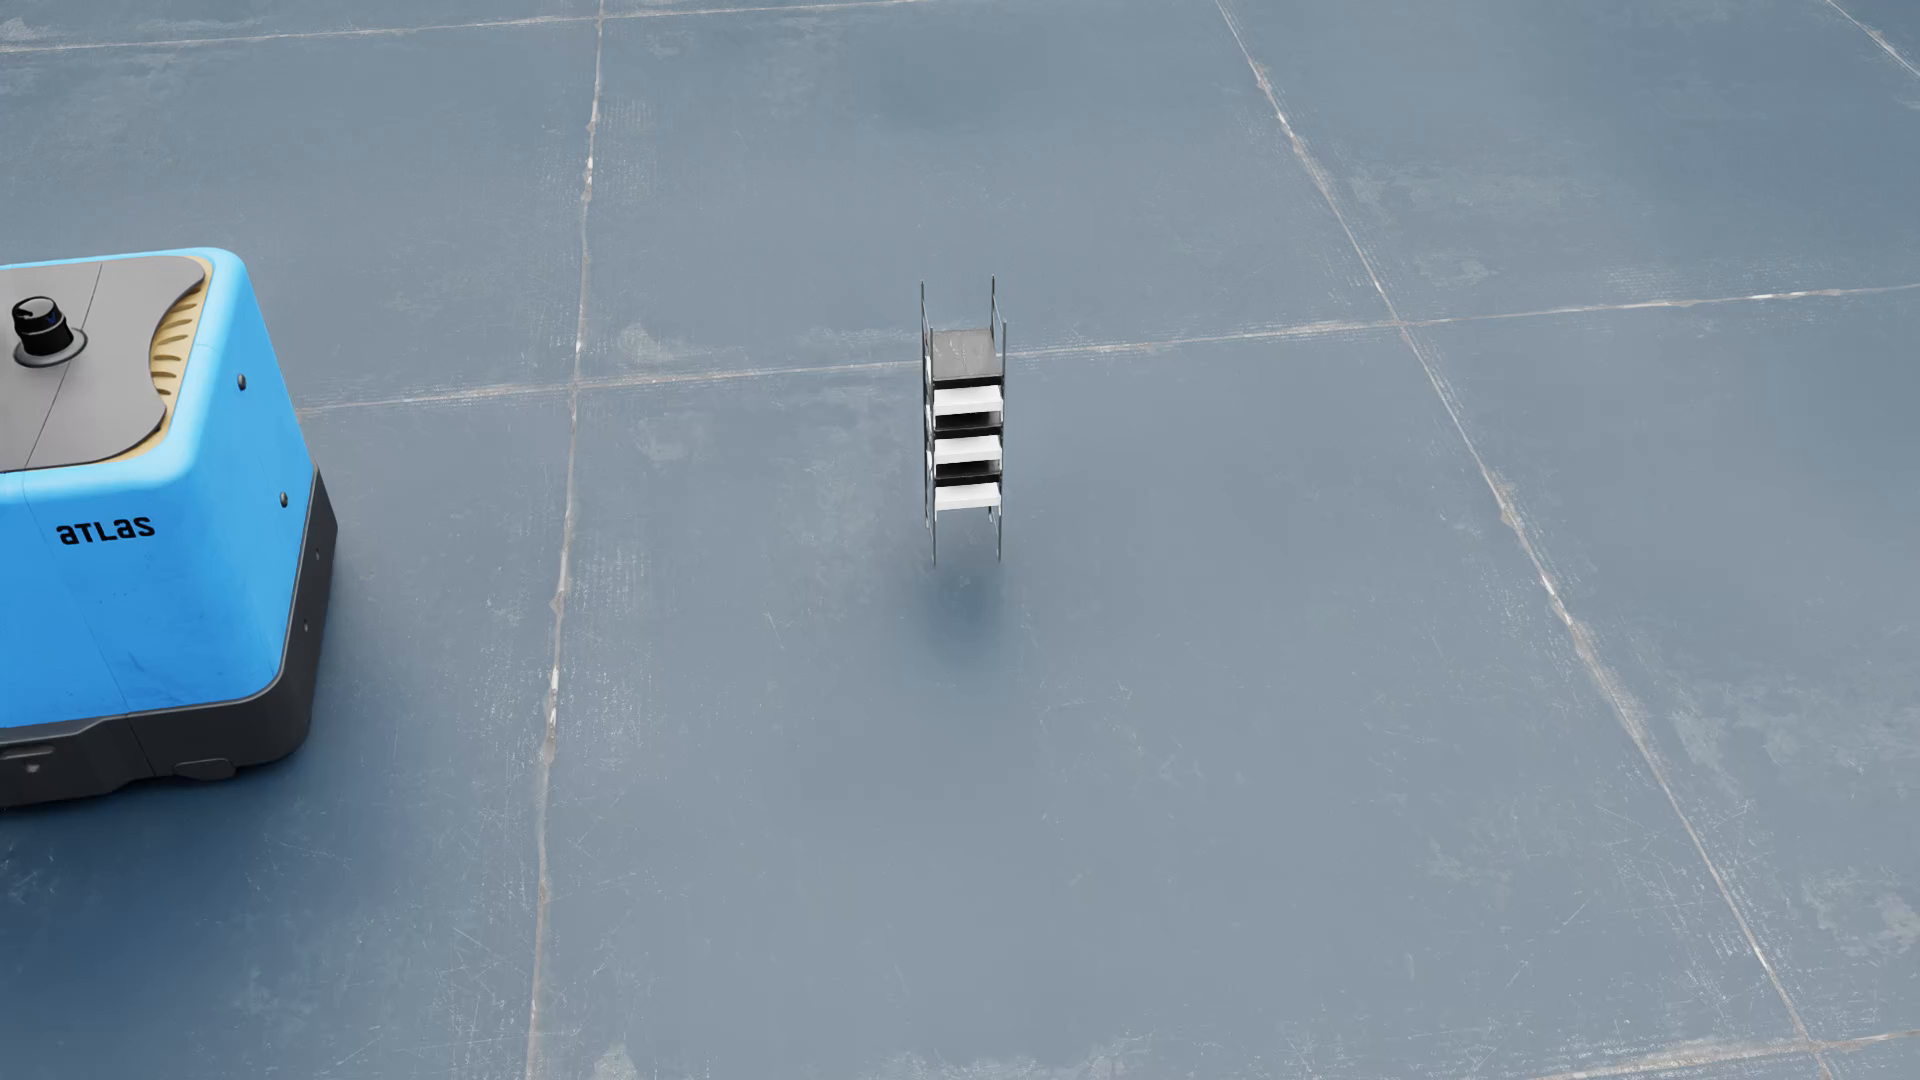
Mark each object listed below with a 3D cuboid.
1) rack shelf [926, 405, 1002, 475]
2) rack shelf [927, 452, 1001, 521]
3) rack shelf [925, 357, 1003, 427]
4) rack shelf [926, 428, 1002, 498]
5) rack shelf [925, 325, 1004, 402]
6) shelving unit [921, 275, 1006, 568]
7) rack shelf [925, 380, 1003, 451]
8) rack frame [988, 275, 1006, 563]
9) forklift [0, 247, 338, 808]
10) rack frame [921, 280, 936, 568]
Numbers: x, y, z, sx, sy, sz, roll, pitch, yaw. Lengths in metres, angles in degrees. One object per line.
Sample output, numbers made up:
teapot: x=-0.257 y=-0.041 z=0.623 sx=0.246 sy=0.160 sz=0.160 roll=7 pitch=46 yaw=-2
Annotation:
rack shelf: x=0.008 y=-0.310 z=4.972 sx=0.200 sy=0.077 sz=0.258 roll=-5 pitch=42 yaw=-6
rack shelf: x=0.008 y=-0.176 z=5.092 sx=0.200 sy=0.077 sz=0.258 roll=-5 pitch=42 yaw=-6
rack shelf: x=0.008 y=-0.444 z=4.851 sx=0.200 sy=0.077 sz=0.258 roll=-5 pitch=42 yaw=-6
rack shelf: x=0.008 y=-0.243 z=5.032 sx=0.200 sy=0.077 sz=0.258 roll=-5 pitch=42 yaw=-6
rack shelf: x=0.008 y=-0.511 z=4.791 sx=0.200 sy=0.077 sz=0.258 roll=-5 pitch=42 yaw=-6
shelving unit: x=0.008 y=-0.335 z=4.949 sx=0.210 sy=0.900 sz=0.258 roll=-5 pitch=42 yaw=-6
rack shelf: x=0.008 y=-0.377 z=4.911 sx=0.200 sy=0.077 sz=0.258 roll=-5 pitch=42 yaw=-6
rack frame: x=0.109 y=-0.344 z=4.959 sx=0.006 sy=0.900 sz=0.240 roll=-5 pitch=42 yaw=-6
forklift: x=-3.356 y=-0.614 z=3.743 sx=3.031 sy=2.935 sz=1.130 roll=-7 pitch=42 yaw=-7
rack frame: x=-0.093 y=-0.326 z=4.940 sx=0.006 sy=0.900 sz=0.240 roll=-5 pitch=42 yaw=-6
